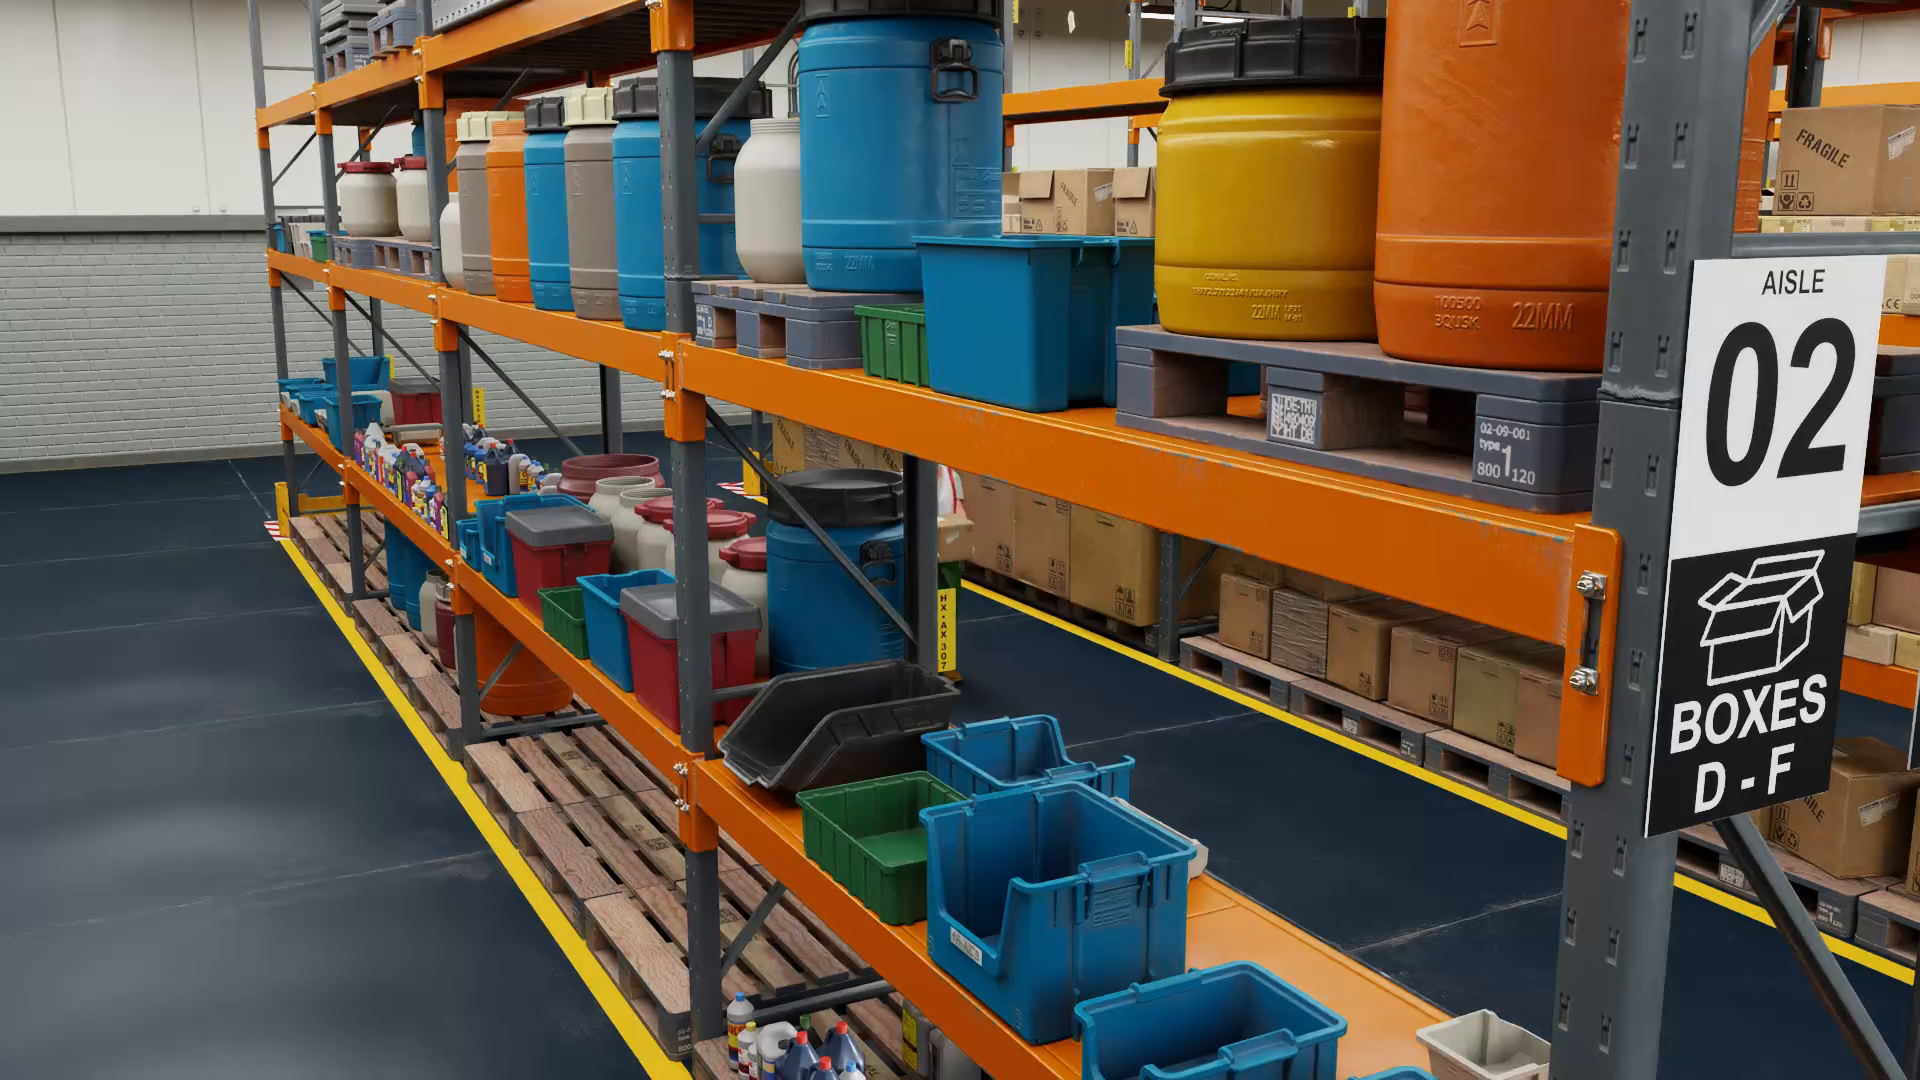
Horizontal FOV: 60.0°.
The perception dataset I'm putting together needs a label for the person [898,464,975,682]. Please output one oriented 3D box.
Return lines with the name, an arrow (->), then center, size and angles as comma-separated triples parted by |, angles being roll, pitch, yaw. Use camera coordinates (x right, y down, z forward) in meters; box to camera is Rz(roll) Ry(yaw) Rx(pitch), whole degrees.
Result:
person -> -0.149, 0.119, 11.319 | 0.494, 1.783, 0.572 | -6, 13, -28
